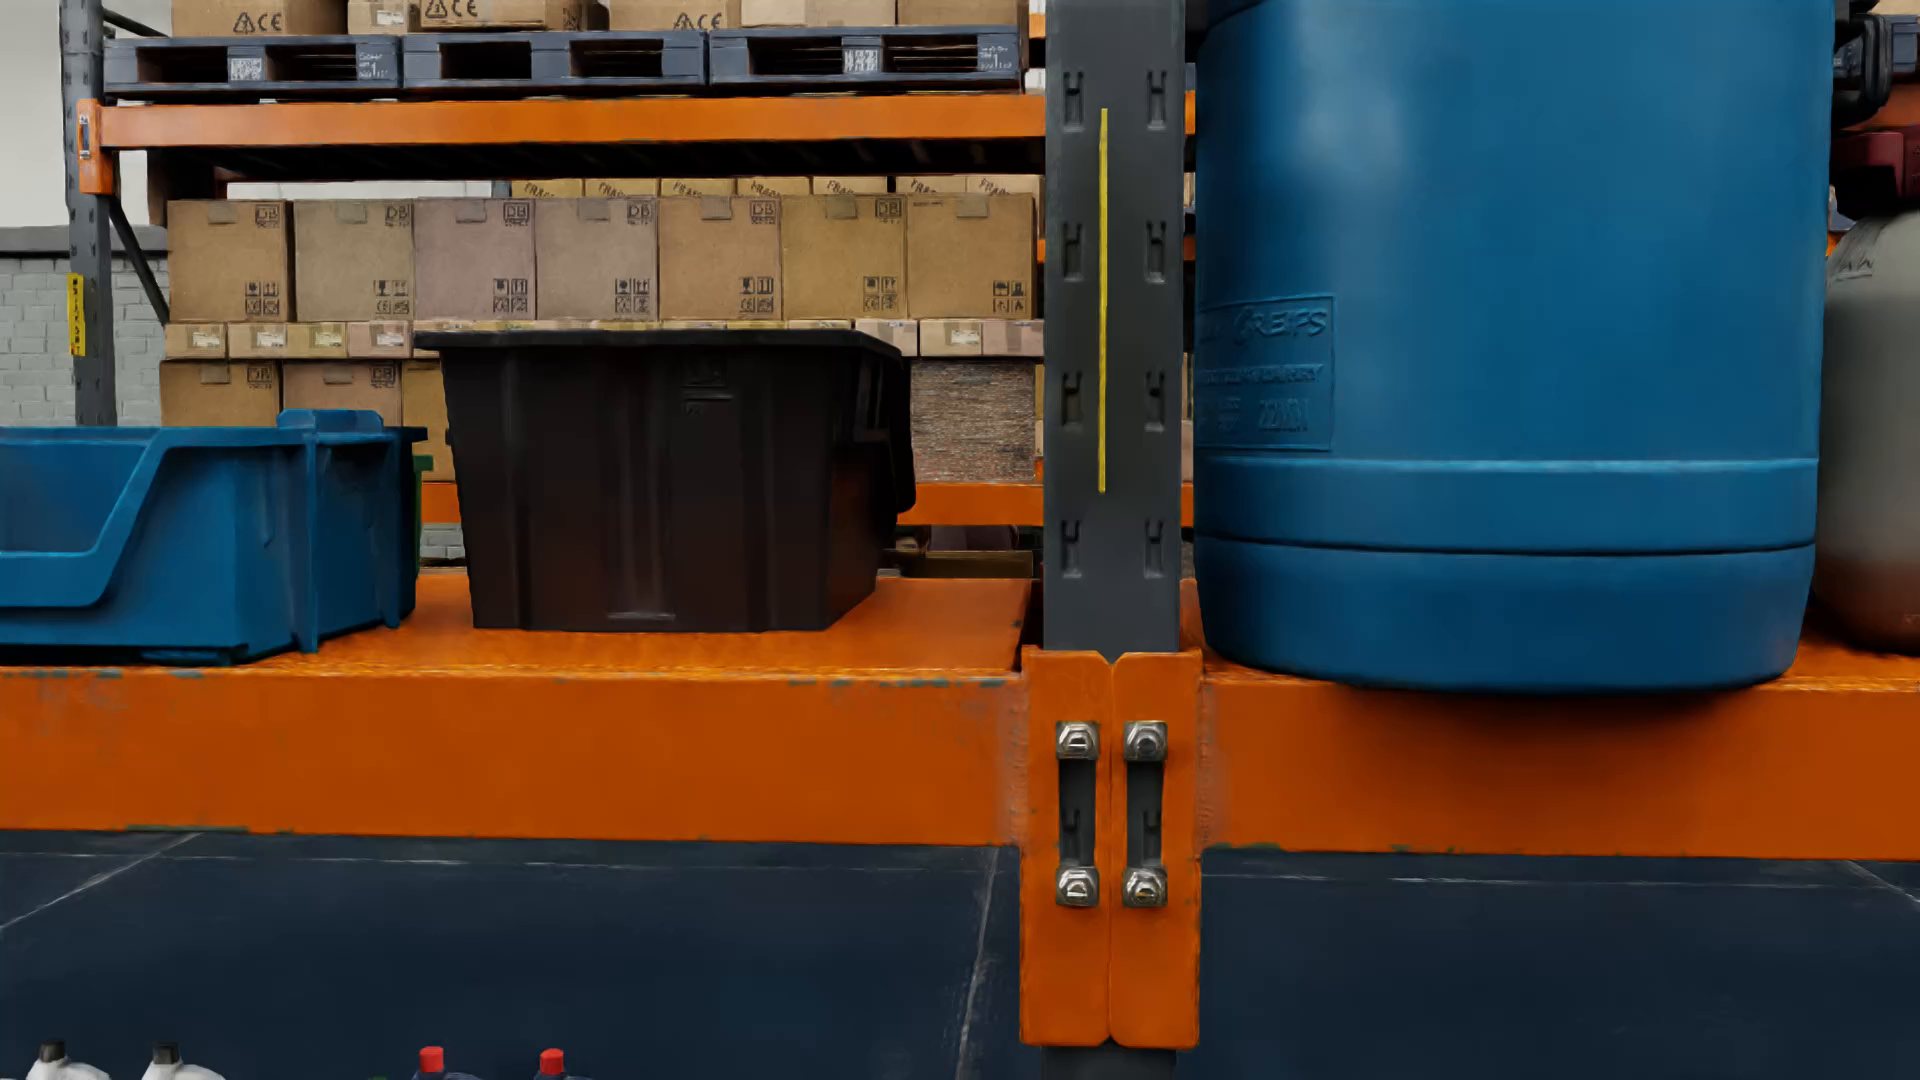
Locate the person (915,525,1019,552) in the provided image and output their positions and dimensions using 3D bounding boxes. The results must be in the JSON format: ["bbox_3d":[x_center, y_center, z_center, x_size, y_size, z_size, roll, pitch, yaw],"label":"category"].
[{"bbox_3d":[0.041,-0.079,10.117,0.663,1.788,0.566,1,4,14],"label":"person"}]
